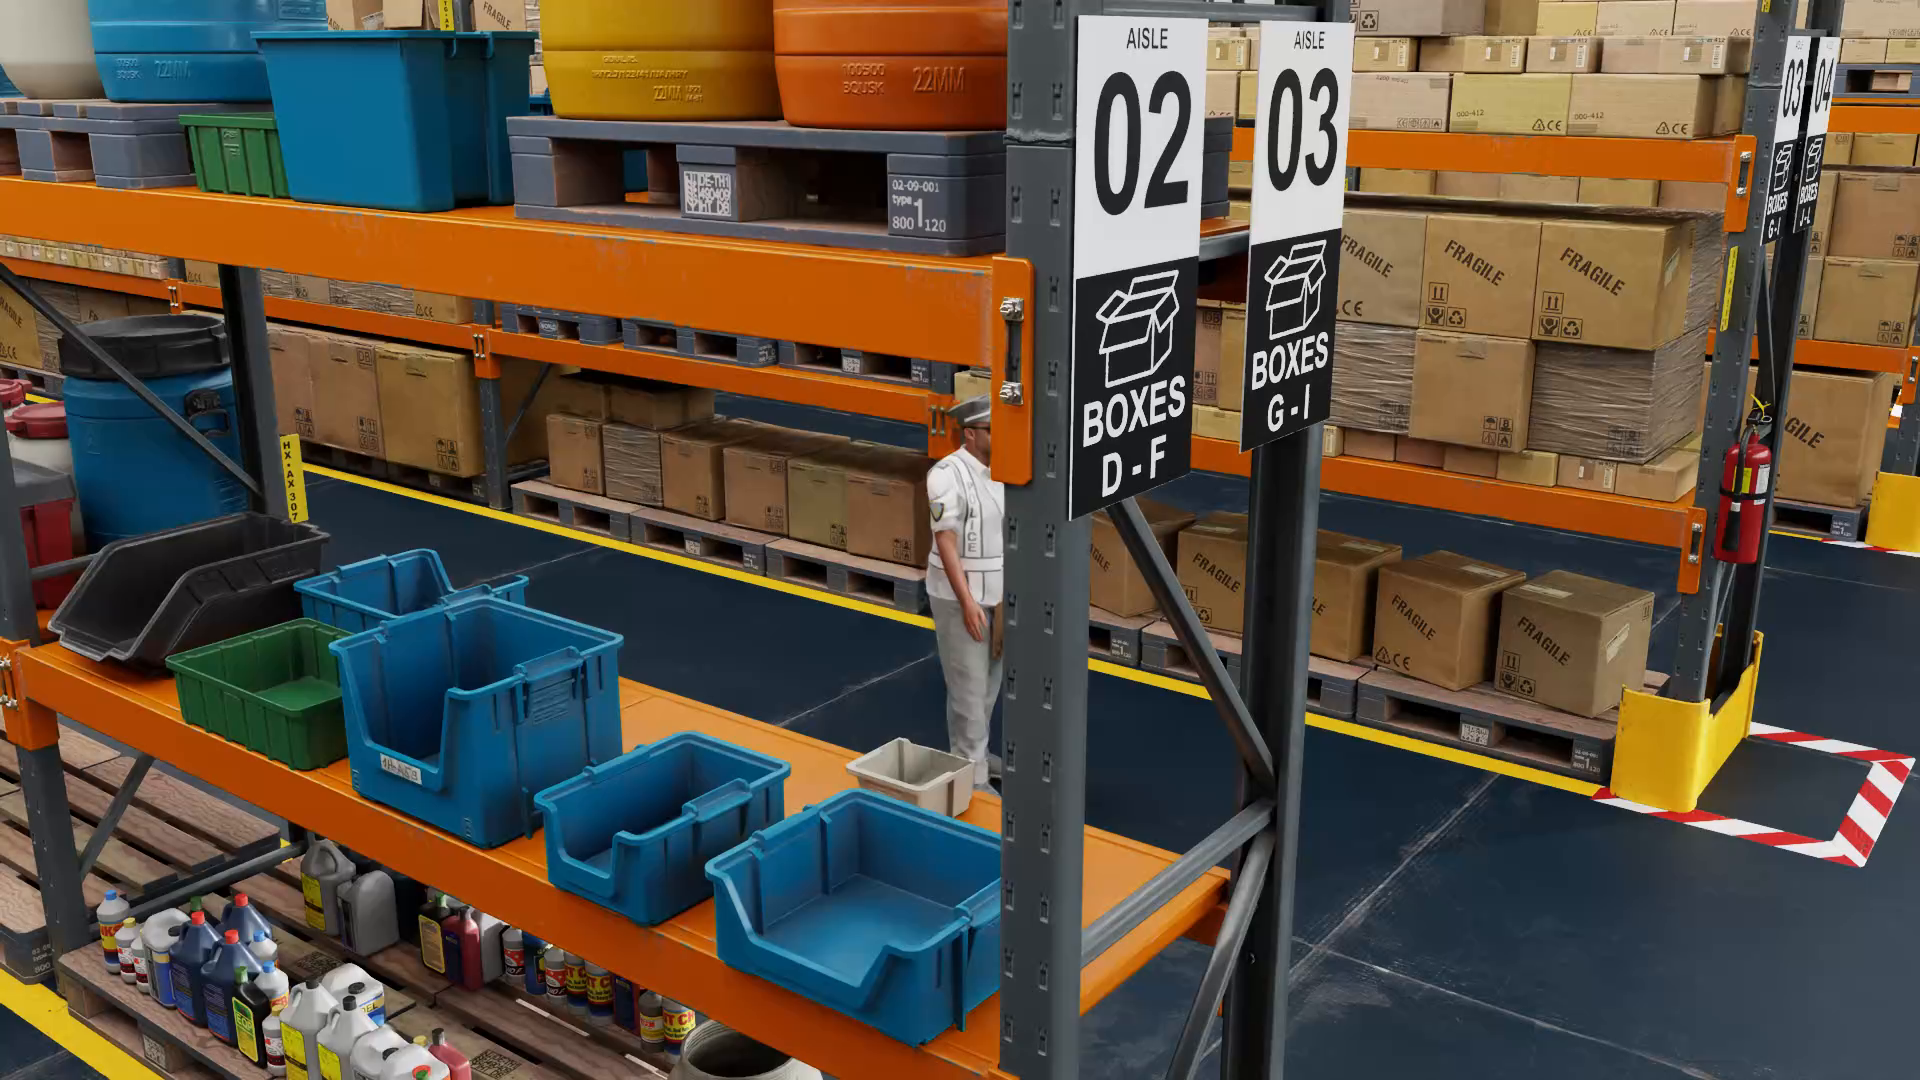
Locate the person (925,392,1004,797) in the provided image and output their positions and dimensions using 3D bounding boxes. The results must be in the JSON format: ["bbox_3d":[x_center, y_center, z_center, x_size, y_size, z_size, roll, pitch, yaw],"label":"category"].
[{"bbox_3d":[0.158,0.244,7.122,0.601,1.778,0.570,14,21,39],"label":"person"}]
